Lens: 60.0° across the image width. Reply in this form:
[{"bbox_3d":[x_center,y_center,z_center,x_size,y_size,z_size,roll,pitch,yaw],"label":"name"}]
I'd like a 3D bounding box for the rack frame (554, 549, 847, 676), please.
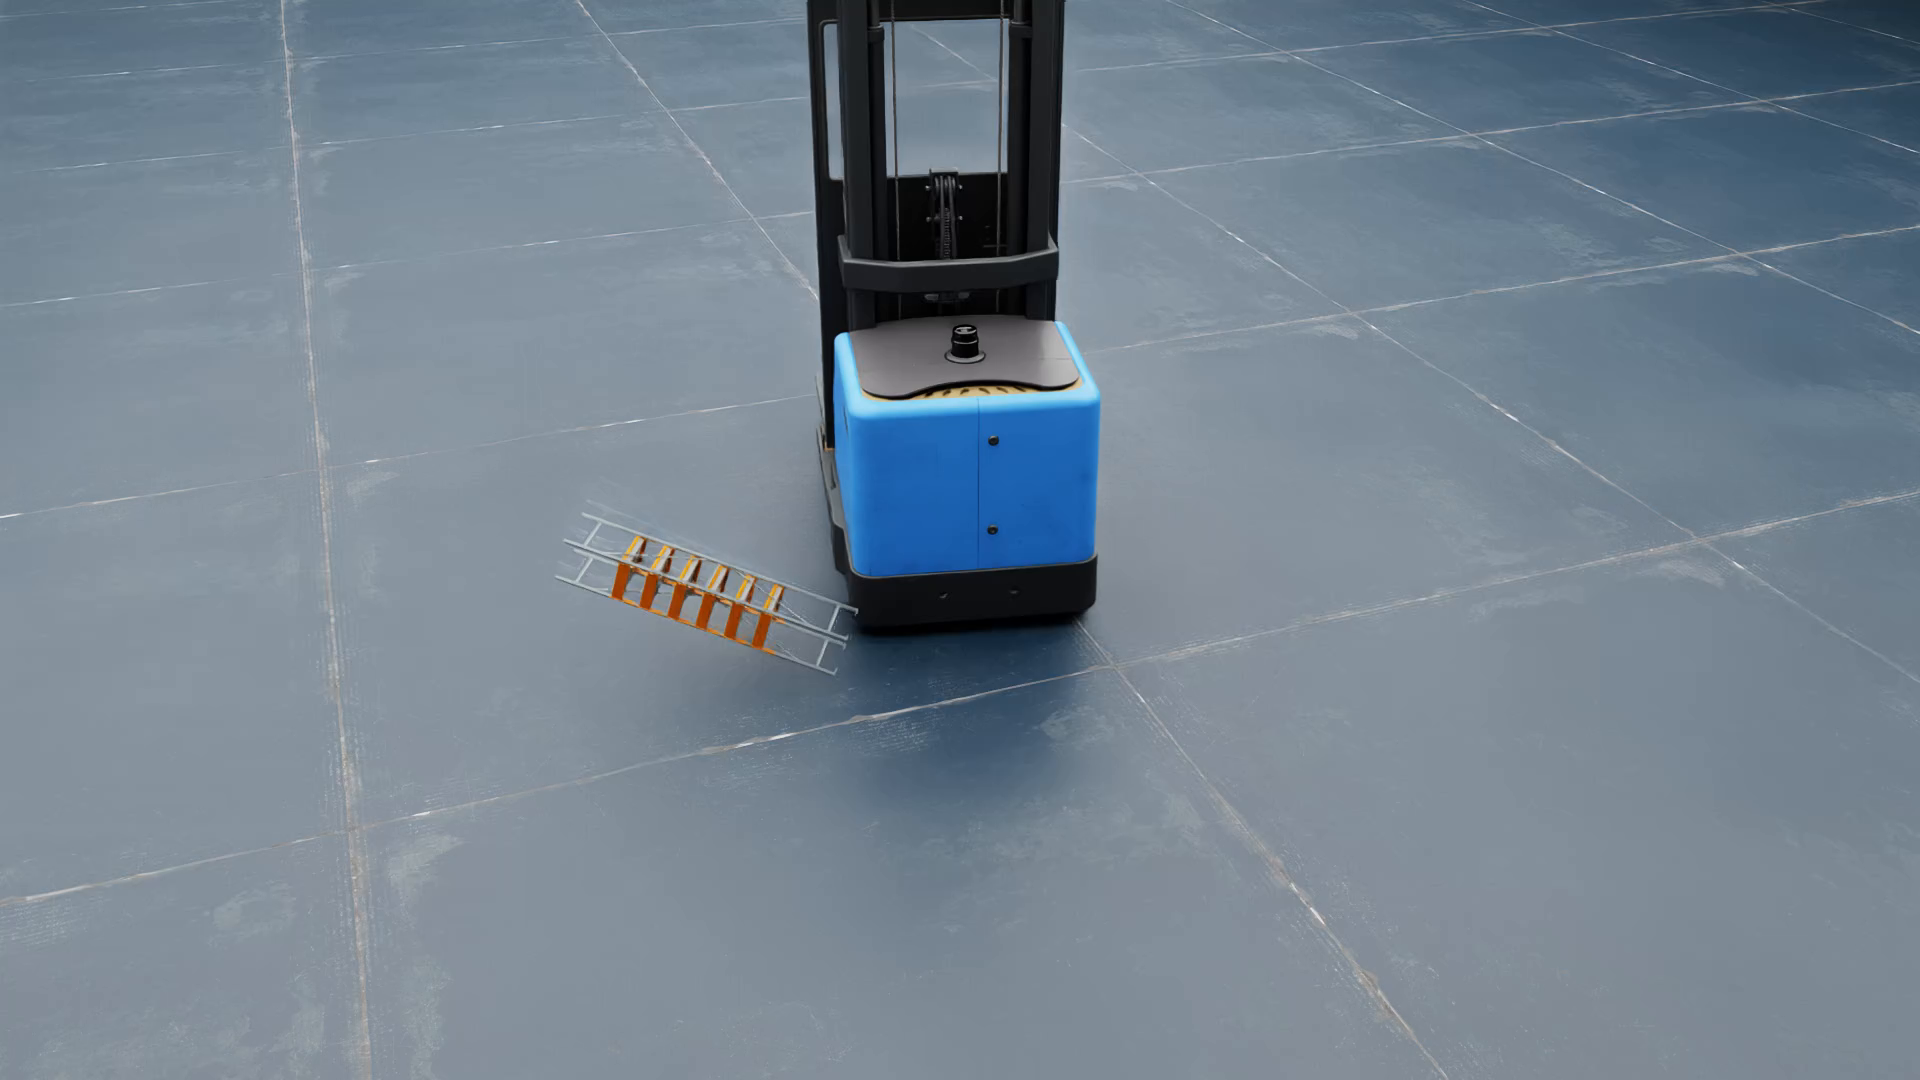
[{"bbox_3d":[-1.057,0.295,6.846,1.200,0.006,0.240,19,30,-2],"label":"rack frame"}]

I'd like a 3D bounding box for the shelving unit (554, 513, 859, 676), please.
[{"bbox_3d":[-1.029,0.221,6.800,1.200,0.189,0.258,19,30,-2],"label":"shelving unit"}]

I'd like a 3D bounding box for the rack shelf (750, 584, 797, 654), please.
[{"bbox_3d":[-0.761,0.316,6.809,0.103,0.180,0.258,19,30,-2],"label":"rack shelf"}]

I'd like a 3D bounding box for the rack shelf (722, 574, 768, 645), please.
[{"bbox_3d":[-0.874,0.276,6.805,0.103,0.180,0.258,19,30,-2],"label":"rack shelf"}]

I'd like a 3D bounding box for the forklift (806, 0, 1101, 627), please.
[{"bbox_3d":[-0.137,-1.617,7.627,1.130,2.935,3.031,-4,30,-7],"label":"forklift"}]

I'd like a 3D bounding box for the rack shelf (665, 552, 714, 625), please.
[{"bbox_3d":[-1.100,0.196,6.797,0.103,0.180,0.258,19,30,-2],"label":"rack shelf"}]

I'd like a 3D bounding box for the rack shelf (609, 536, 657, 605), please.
[{"bbox_3d":[-1.327,0.116,6.790,0.103,0.180,0.258,19,30,-2],"label":"rack shelf"}]

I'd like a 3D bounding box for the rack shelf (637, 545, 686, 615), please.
[{"bbox_3d":[-1.214,0.156,6.793,0.103,0.180,0.258,19,30,-2],"label":"rack shelf"}]

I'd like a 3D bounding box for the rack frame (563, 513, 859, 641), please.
[{"bbox_3d":[-1.002,0.147,6.753,1.200,0.006,0.240,19,30,-2],"label":"rack frame"}]

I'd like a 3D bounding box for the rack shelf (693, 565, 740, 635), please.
[{"bbox_3d":[-0.987,0.236,6.801,0.103,0.180,0.258,19,30,-2],"label":"rack shelf"}]
